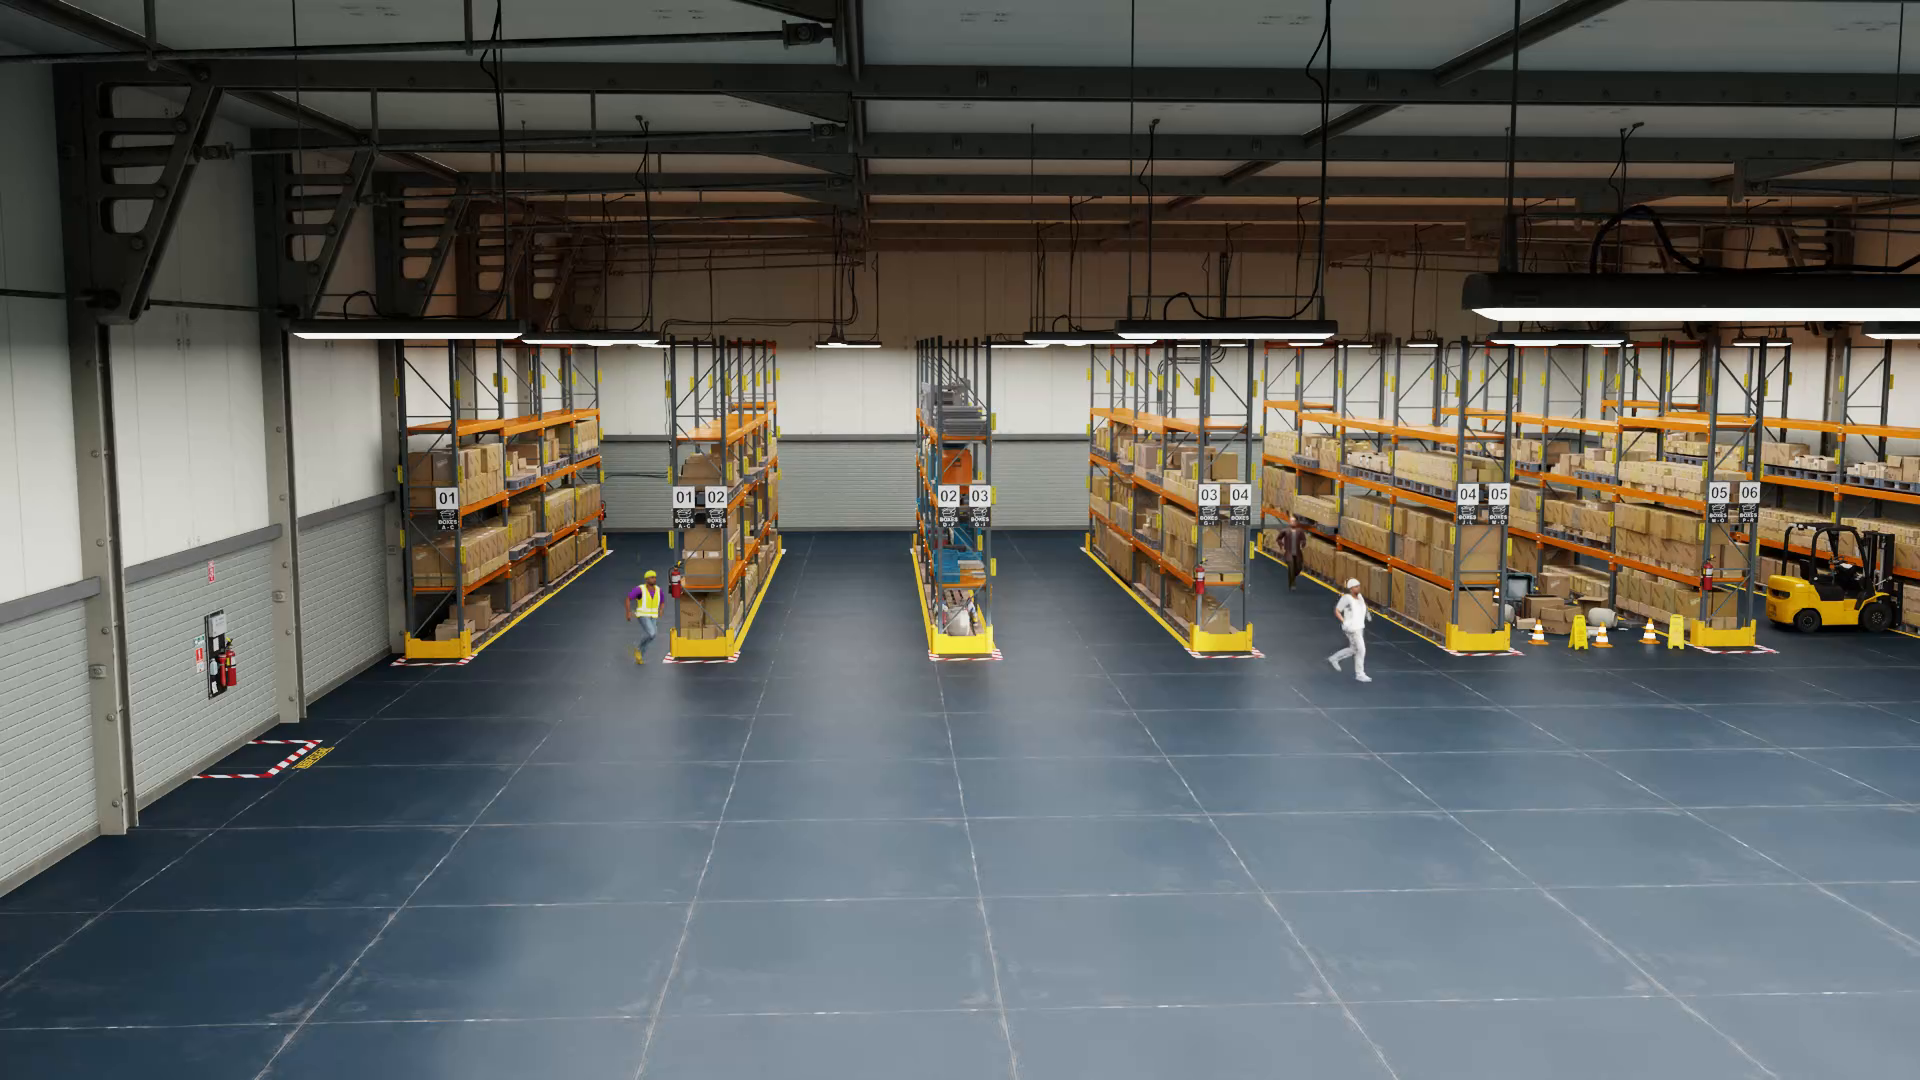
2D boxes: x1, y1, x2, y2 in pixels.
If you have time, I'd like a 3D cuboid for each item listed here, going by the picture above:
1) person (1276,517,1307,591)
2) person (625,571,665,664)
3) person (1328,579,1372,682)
[{"bbox_3d":[7.973,0.323,39.961,0.716,1.737,0.836,0,6,-2],"label":"person"},{"bbox_3d":[-5.690,1.418,30.449,0.736,1.697,0.613,-6,9,-42],"label":"person"},{"bbox_3d":[6.846,1.553,29.078,0.837,1.779,0.673,5,8,39],"label":"person"}]
